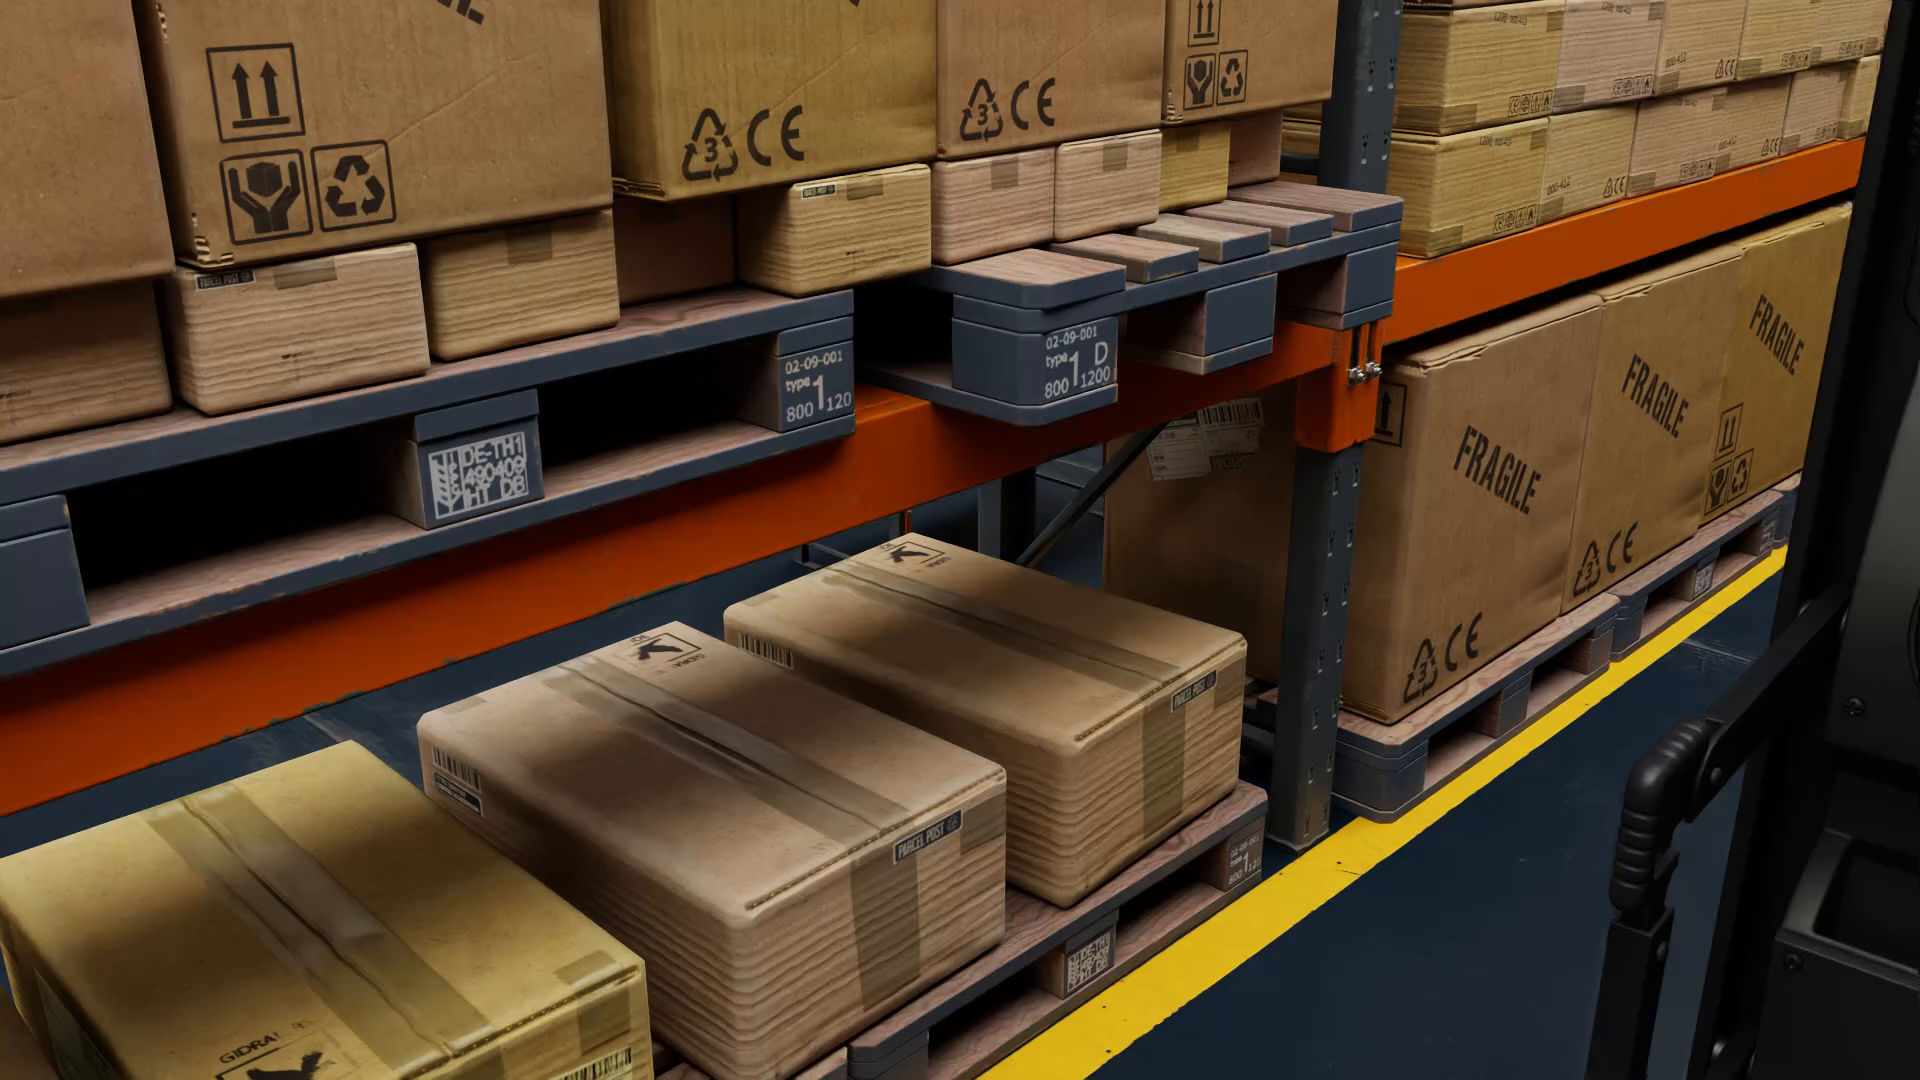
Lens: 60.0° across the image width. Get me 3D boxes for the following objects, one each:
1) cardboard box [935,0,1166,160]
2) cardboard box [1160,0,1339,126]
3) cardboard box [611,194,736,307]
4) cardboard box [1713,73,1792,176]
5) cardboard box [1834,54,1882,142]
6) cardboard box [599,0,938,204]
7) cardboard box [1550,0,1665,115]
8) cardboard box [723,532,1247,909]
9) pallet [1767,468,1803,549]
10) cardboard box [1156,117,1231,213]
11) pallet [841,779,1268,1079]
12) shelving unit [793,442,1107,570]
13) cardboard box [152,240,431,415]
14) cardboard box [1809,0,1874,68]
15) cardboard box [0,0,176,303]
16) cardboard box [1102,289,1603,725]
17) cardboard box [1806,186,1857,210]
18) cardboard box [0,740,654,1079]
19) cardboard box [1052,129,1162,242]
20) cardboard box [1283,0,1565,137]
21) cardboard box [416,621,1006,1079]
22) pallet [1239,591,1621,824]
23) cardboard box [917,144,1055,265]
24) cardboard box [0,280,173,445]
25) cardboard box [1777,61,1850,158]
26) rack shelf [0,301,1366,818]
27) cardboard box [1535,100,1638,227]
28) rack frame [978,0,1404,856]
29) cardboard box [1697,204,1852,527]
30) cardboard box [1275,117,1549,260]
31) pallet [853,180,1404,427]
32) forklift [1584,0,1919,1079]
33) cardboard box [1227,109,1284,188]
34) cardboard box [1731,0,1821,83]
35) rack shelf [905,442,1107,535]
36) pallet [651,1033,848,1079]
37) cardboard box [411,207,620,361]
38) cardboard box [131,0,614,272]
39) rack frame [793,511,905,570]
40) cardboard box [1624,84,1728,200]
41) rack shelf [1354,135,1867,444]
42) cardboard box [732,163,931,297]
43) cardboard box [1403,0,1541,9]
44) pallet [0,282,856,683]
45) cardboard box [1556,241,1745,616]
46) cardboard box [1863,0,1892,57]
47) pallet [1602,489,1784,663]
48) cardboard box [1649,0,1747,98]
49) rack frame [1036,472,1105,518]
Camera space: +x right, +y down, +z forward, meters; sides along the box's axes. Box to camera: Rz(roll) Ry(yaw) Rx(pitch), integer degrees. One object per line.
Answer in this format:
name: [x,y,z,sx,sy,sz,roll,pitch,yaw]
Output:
cardboard box: [-0.027,-0.891,2.573,0.500,0.500,0.500,19,28,40]
cardboard box: [0.326,-1.027,2.926,0.500,0.500,0.500,18,28,39]
cardboard box: [-0.524,-0.434,2.288,0.380,0.149,0.250,20,28,41]
cardboard box: [2.023,-1.222,4.782,0.500,0.250,0.500,19,28,41]
cardboard box: [2.746,-1.481,5.455,0.500,0.250,0.500,19,28,40]
cardboard box: [-0.378,-0.761,2.234,0.500,0.500,0.500,17,27,37]
cardboard box: [1.335,-1.196,4.018,0.500,0.250,0.500,-19,28,-41]
cardboard box: [0.042,0.342,3.582,0.950,0.372,0.625,17,27,37]
pallet: [2.750,-0.341,6.168,1.003,0.211,1.213,19,28,41]
cardboard box: [0.248,-0.680,2.928,0.250,0.149,0.380,-20,28,-41]
pallet: [-0.103,0.670,3.536,1.003,0.211,1.213,19,28,41]
shelving unit: [0.005,-0.527,5.377,0.538,1.125,1.048,19,28,41]
cardboard box: [-0.806,-0.273,1.869,0.250,0.149,0.380,-19,28,-40]
cardboard box: [2.400,-1.584,5.027,0.500,0.250,0.500,-19,28,-41]
cardboard box: [-1.111,-0.486,1.519,0.500,0.500,0.500,19,28,40]
cardboard box: [0.985,-0.193,4.271,0.875,0.875,0.875,19,28,40]
cardboard box: [2.859,-0.885,6.072,0.875,0.875,0.875,-19,28,-40]
cardboard box: [-1.000,0.727,2.580,0.625,0.372,0.950,-19,28,-40]
cardboard box: [0.105,-0.604,2.731,0.380,0.149,0.250,19,28,40]
cardboard box: [0.974,-1.063,3.673,0.500,0.250,0.500,19,28,40]
cardboard box: [-0.467,0.533,3.083,0.950,0.372,0.625,19,28,40]
pallet: [1.048,0.286,4.536,1.003,0.211,1.213,19,28,41]
cardboard box: [-0.077,-0.542,2.567,0.380,0.149,0.250,18,27,38]
cardboard box: [-1.028,-0.218,1.725,0.380,0.149,0.250,20,28,41]
cardboard box: [2.380,-1.356,5.130,0.500,0.250,0.500,18,28,39]
rack shelf: [-0.952,0.018,2.349,1.077,0.370,4.000,19,28,41]
cardboard box: [1.311,-0.961,4.103,0.500,0.250,0.500,18,28,39]
rack frame: [0.444,-0.832,3.557,1.000,3.000,0.127,19,28,41]
cardboard box: [2.234,-0.651,5.462,0.875,0.875,0.875,-19,28,-40]
cardboard box: [0.965,-0.824,3.748,0.500,0.250,0.500,19,28,40]
pallet: [0.023,-0.532,3.046,1.213,0.211,1.003,19,28,41]
forklift: [1.124,0.112,1.198,1.130,2.935,3.031,17,27,37]
cardboard box: [0.383,-0.767,3.155,0.250,0.149,0.380,-19,28,-40]
cardboard box: [2.055,-1.448,4.673,0.500,0.250,0.500,-20,28,-41]
rack shelf: [0.005,-0.299,5.465,0.538,0.278,1.000,19,28,41]
pallet: [-0.954,0.983,2.724,1.003,0.211,1.213,19,28,41]
cardboard box: [-0.641,-0.349,2.067,0.380,0.149,0.250,18,27,39]
cardboard box: [-0.760,-0.621,1.870,0.500,0.500,0.500,18,27,39]
rack frame: [-0.350,-0.396,5.037,0.500,1.125,0.032,19,28,41]
cardboard box: [1.681,-1.094,4.450,0.500,0.250,0.500,-19,28,-40]
rack shelf: [1.839,-1.010,5.024,1.077,0.370,4.000,19,28,41]
cardboard box: [-0.259,-0.467,2.374,0.250,0.149,0.380,-20,28,-41]
cardboard box: [0.963,-1.411,3.531,0.500,0.500,0.500,18,27,39]
pallet: [-0.908,-0.223,2.241,1.003,0.211,1.213,19,28,41]
cardboard box: [1.610,-0.421,4.865,0.875,0.875,0.875,20,29,41]
cardboard box: [2.757,-1.719,5.377,0.500,0.250,0.500,-19,28,-41]
pallet: [1.899,-0.026,5.348,1.003,0.211,1.213,19,28,41]
cardboard box: [1.692,-1.321,4.343,0.500,0.250,0.500,19,28,40]
rack frame: [0.359,-0.657,5.717,0.500,1.125,0.032,19,28,41]
